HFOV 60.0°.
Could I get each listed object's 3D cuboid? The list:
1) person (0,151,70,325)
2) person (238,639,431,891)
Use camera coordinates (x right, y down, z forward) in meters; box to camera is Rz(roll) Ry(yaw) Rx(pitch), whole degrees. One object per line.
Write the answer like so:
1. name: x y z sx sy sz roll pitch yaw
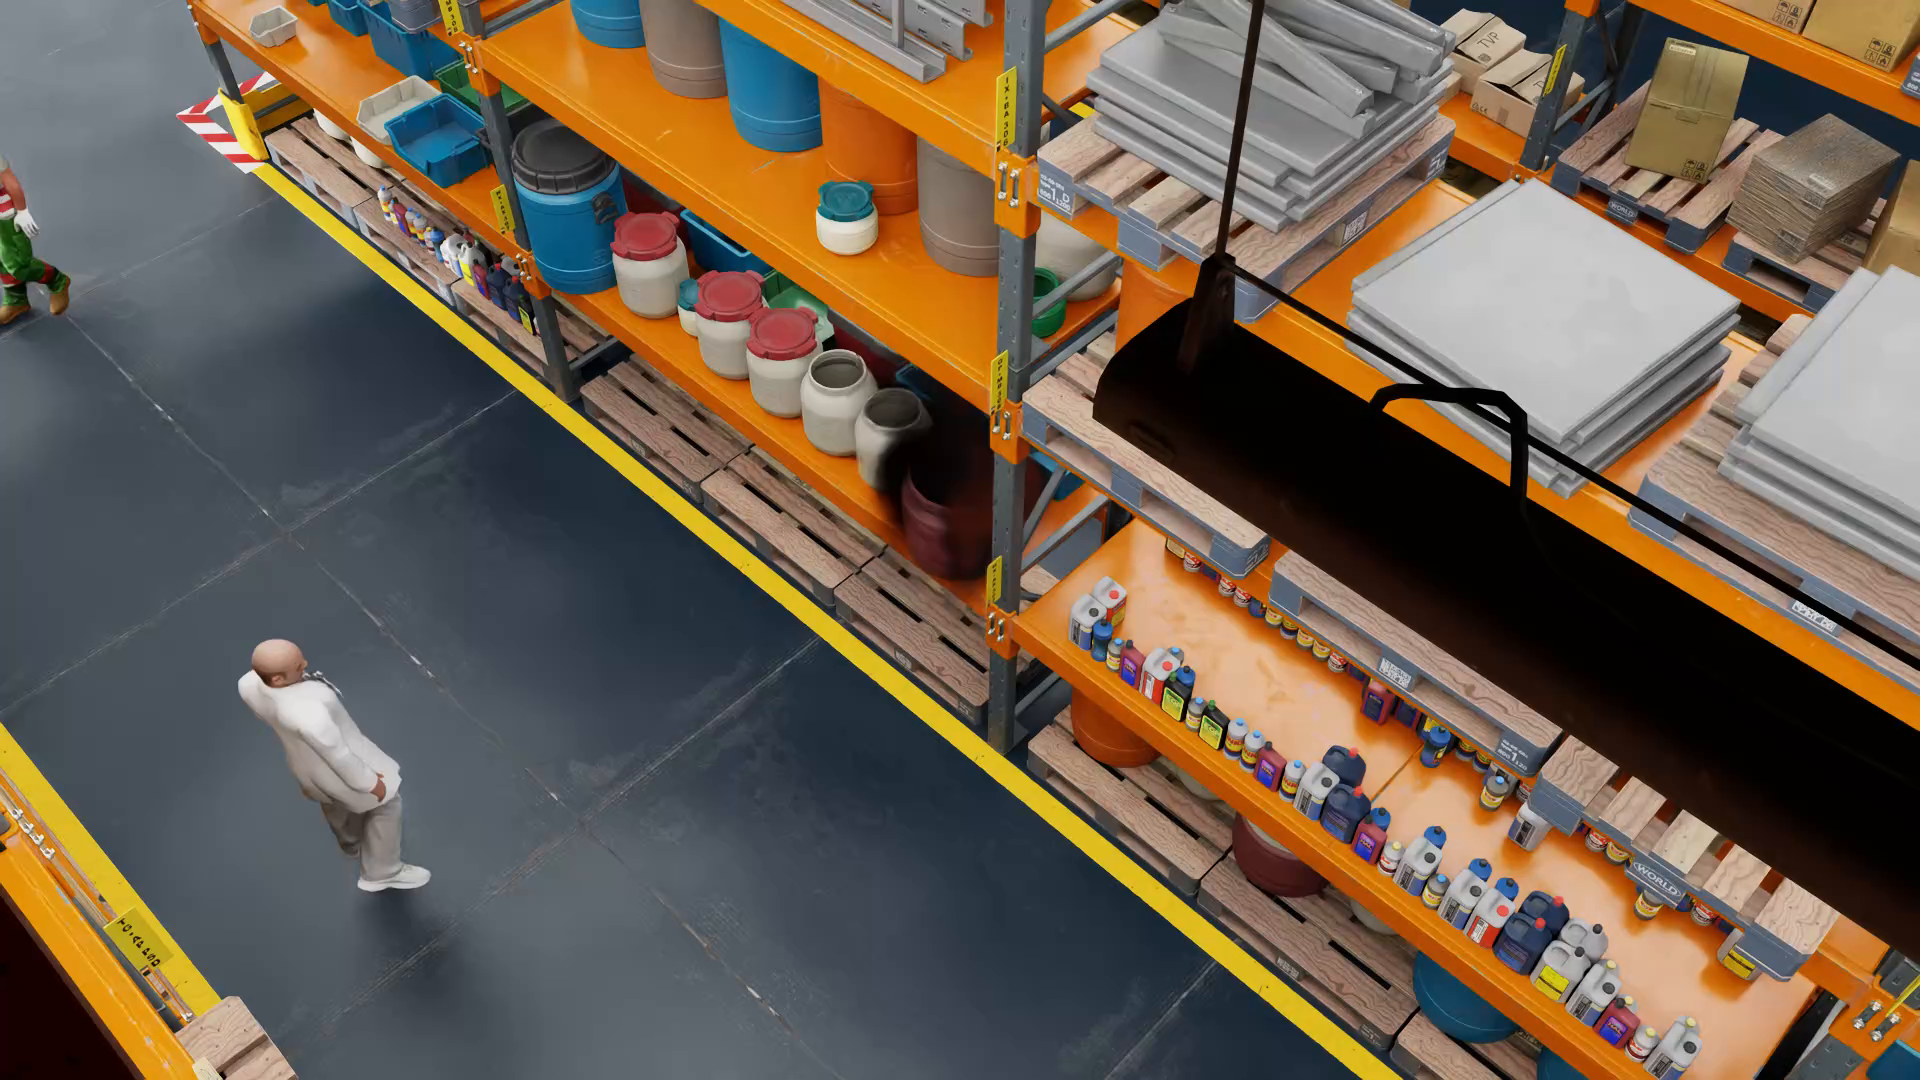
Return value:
1. person: -6.471 -2.171 11.039 0.709 1.783 0.529 21 53 17
2. person: -3.018 1.064 7.986 0.656 1.840 0.469 18 52 15
